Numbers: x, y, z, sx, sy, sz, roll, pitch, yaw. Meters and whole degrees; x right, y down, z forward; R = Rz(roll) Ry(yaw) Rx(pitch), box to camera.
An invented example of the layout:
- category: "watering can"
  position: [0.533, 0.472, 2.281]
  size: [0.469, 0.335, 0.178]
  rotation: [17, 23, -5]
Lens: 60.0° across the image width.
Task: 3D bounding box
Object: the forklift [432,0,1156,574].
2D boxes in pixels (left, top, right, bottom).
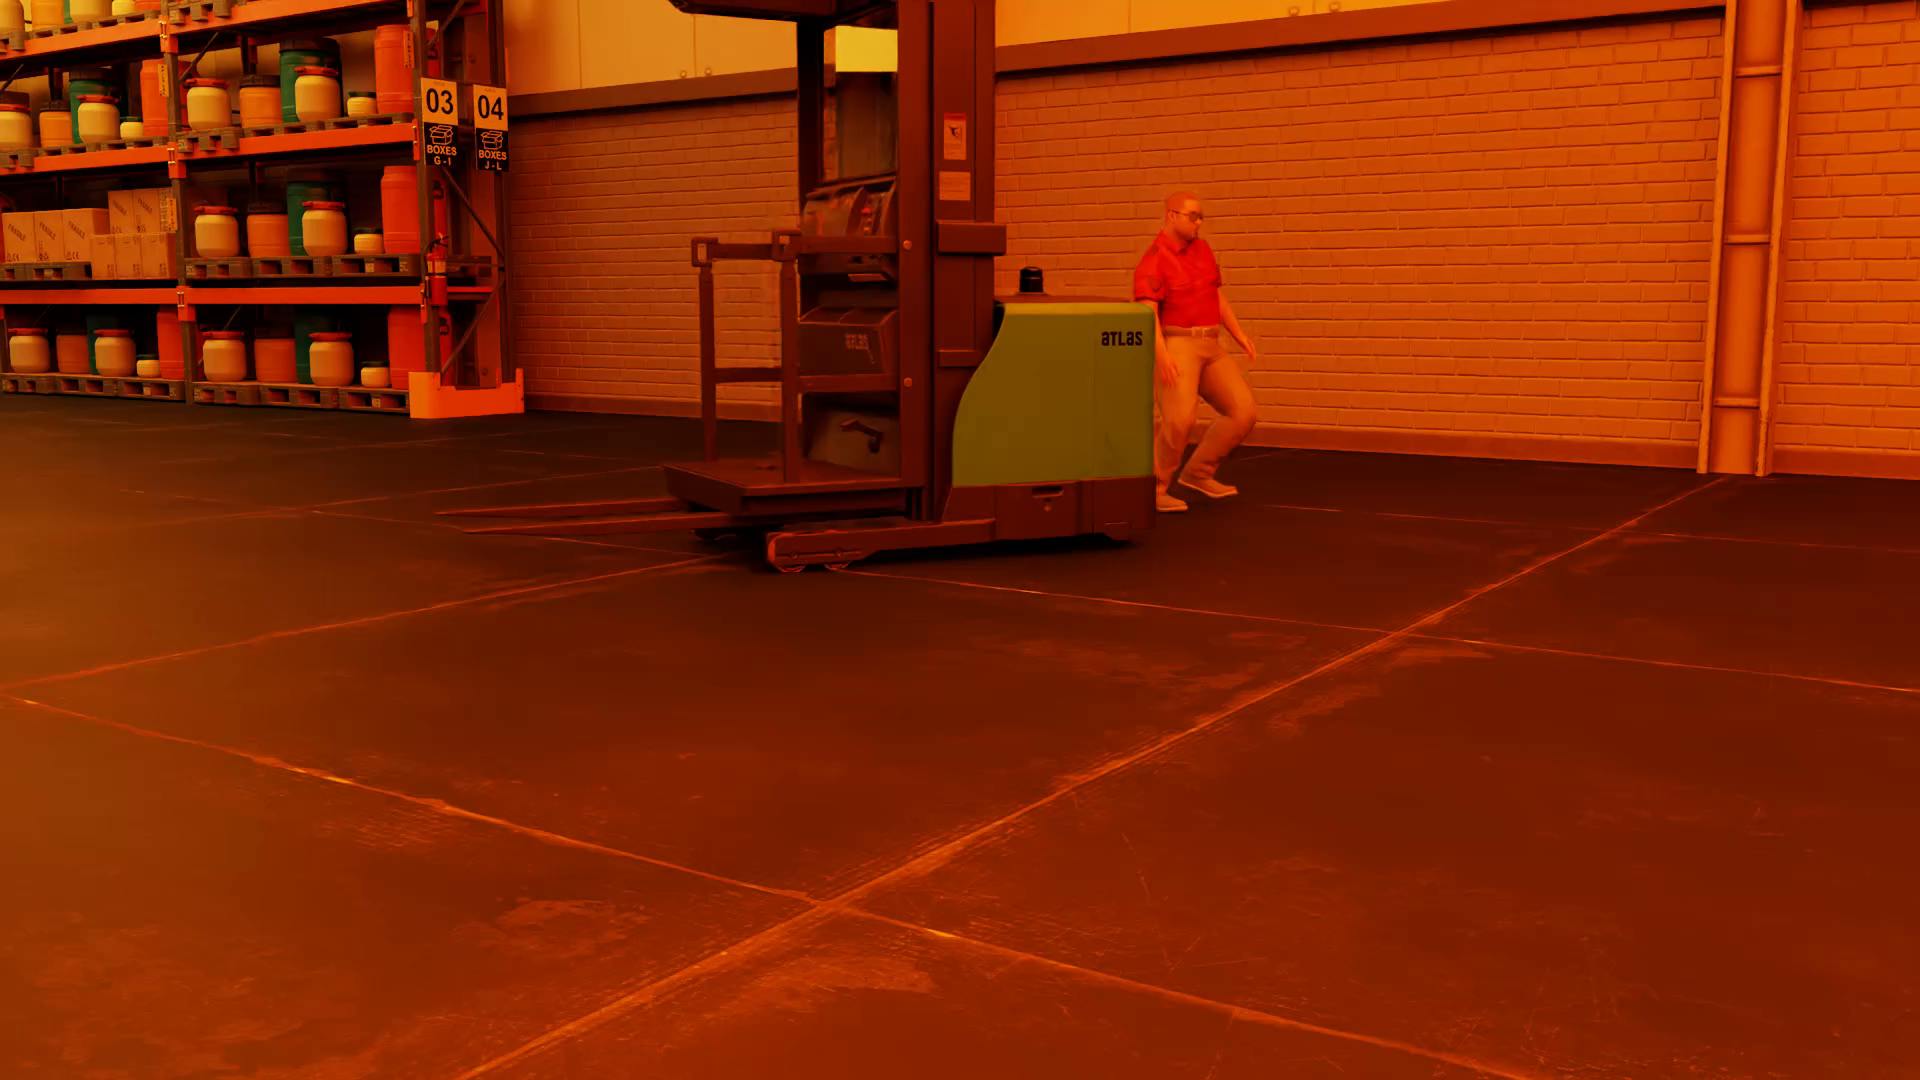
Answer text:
- category: "forklift"
  position: [-0.667, -1.400, 7.038]
  size: [3.031, 2.935, 1.130]
  rotation: [-4, 9, -27]

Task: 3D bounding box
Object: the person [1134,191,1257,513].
- category: "person"
  position: [1.204, -0.985, 8.671]
  size: [0.756, 1.635, 0.456]
  rotation: [-6, 10, -38]
